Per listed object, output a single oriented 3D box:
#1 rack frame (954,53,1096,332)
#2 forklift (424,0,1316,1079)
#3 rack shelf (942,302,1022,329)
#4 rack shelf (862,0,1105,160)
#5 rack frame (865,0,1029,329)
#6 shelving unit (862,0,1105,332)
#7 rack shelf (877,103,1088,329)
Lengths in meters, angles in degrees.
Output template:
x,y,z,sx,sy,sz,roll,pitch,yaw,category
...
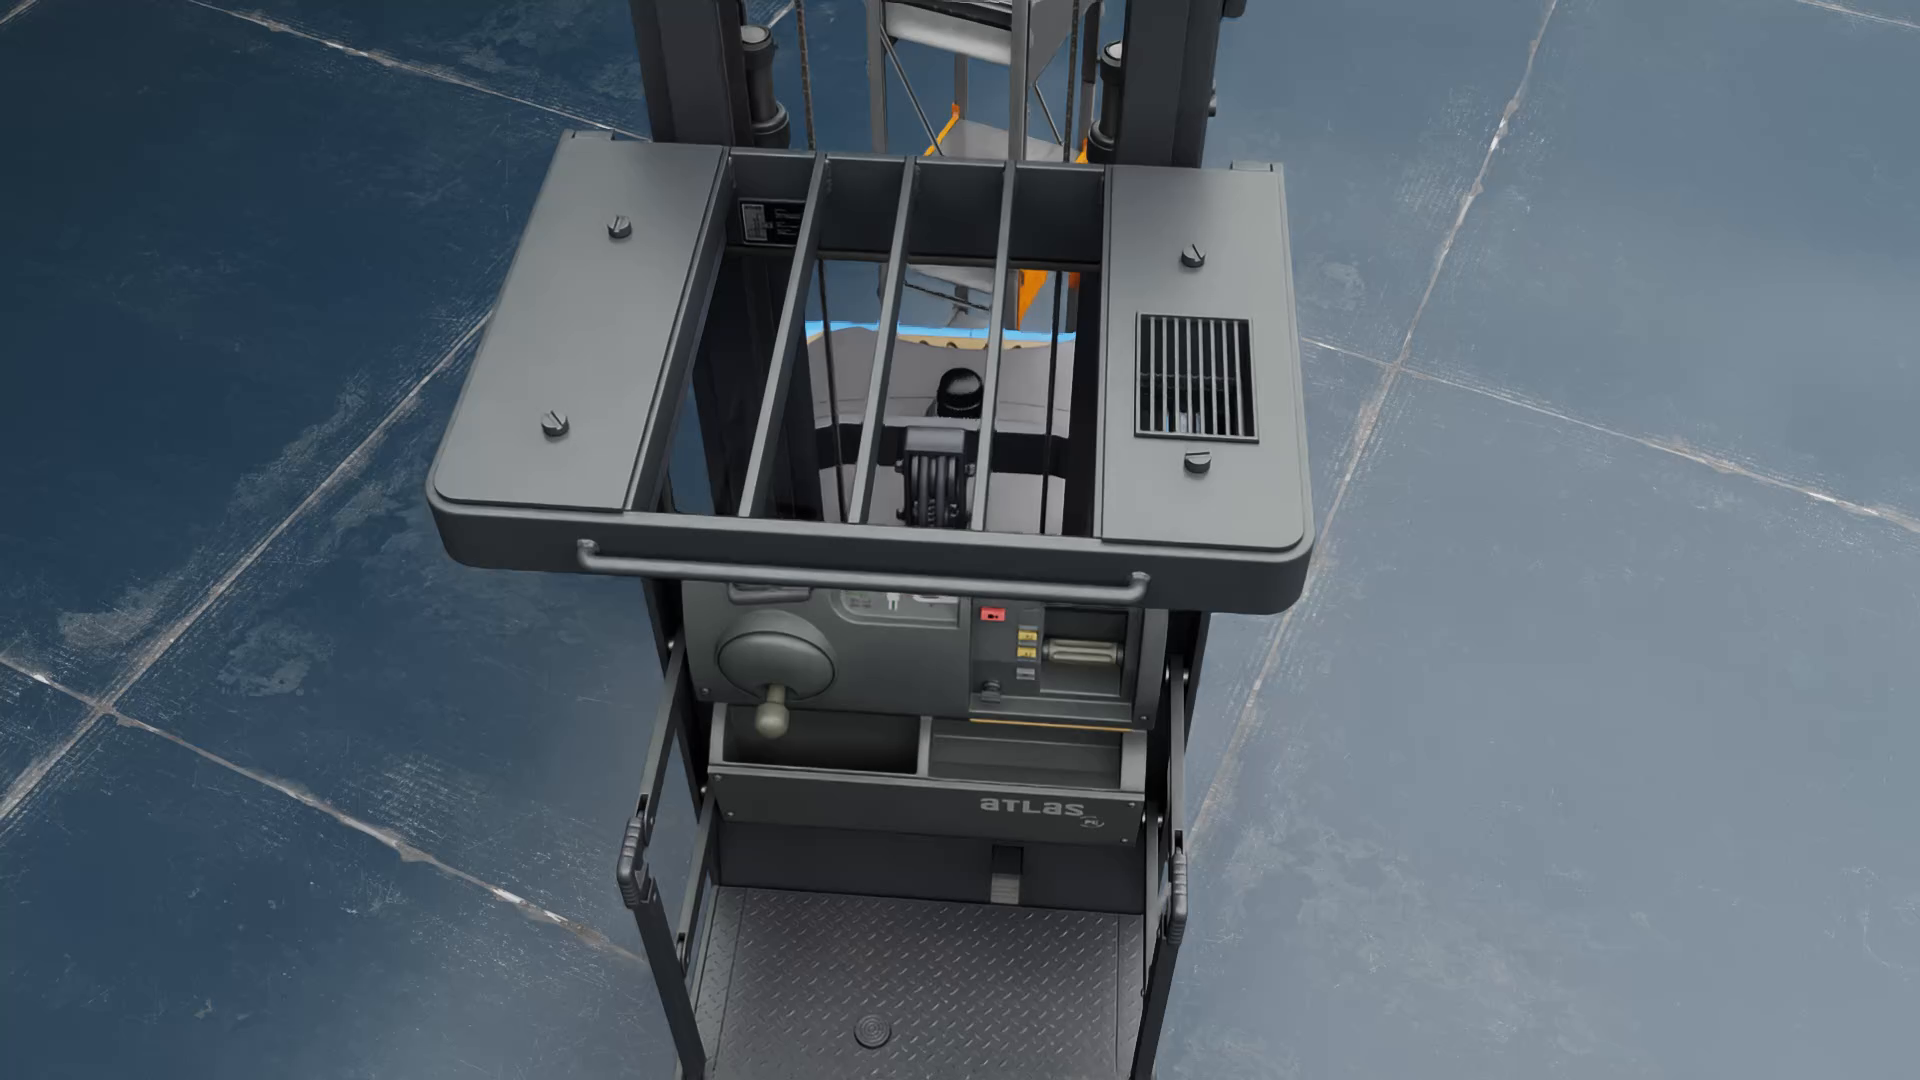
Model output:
x,y,z,sx,sy,sz,roll,pitch,yaw,category
0.169,-0.981,4.706,0.400,2.100,0.015,19,52,16,rack frame
-0.084,0.310,3.062,1.130,2.935,3.031,3,50,3,forklift
0.068,-0.350,5.106,0.431,0.518,0.480,19,52,16,rack shelf
0.068,-1.257,4.040,0.431,0.518,0.480,19,52,16,rack shelf
-0.033,-0.643,4.419,0.400,2.100,0.015,19,52,16,rack frame
0.068,-0.812,4.563,0.431,2.100,0.503,19,52,16,shelving unit
0.068,-0.804,4.573,0.431,0.518,0.480,19,52,16,rack shelf
